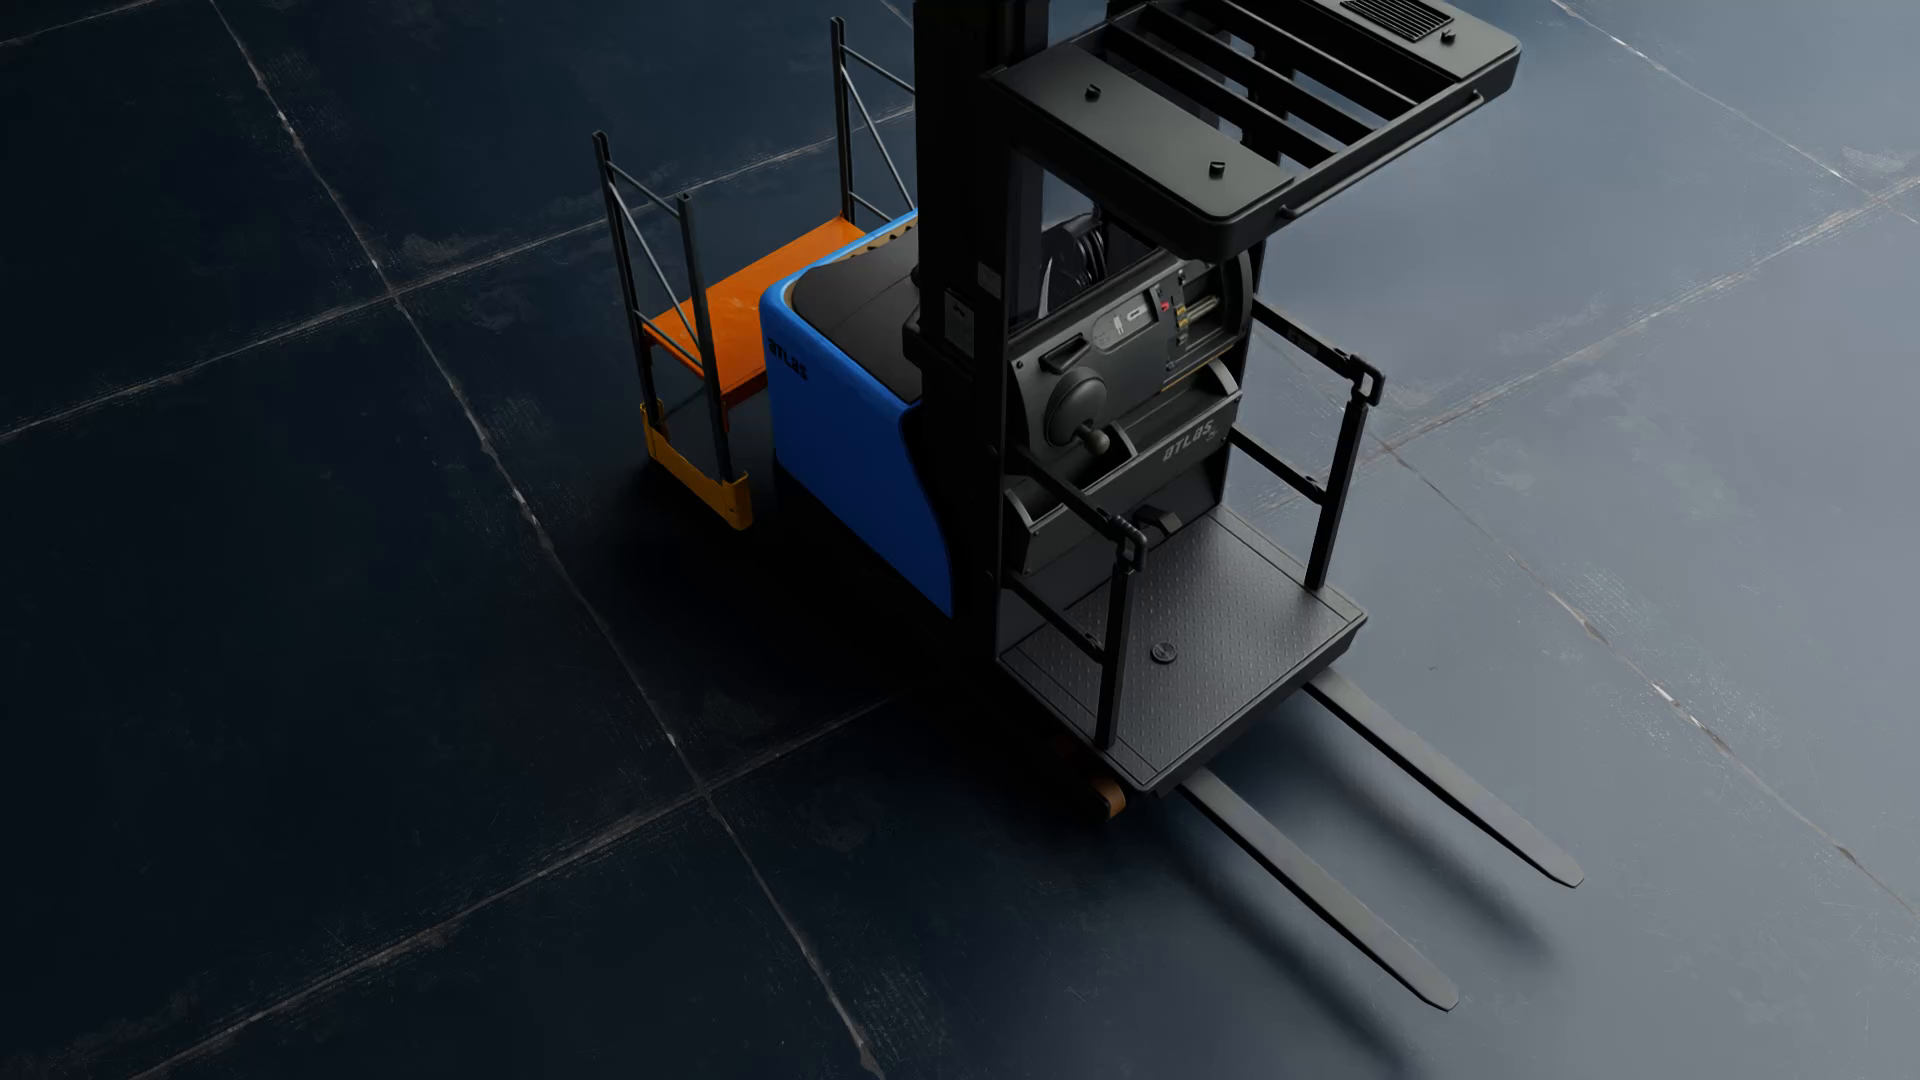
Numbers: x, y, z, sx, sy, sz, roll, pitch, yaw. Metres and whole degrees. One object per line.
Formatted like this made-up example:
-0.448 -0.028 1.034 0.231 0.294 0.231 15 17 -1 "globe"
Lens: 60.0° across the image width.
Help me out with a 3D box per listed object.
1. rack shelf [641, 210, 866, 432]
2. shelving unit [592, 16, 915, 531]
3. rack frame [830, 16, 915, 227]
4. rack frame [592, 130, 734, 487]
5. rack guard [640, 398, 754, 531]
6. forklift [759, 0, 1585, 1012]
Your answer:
-0.648 -0.839 6.234 1.000 0.185 0.538 -35 57 -27 "rack shelf"
-0.642 -0.963 6.104 1.083 1.500 0.587 -35 57 -27 "shelving unit"
-0.278 -1.219 6.331 0.032 1.500 0.500 -35 57 -27 "rack frame"
-1.019 -0.698 5.868 0.032 1.500 0.500 -35 57 -27 "rack frame"
-1.004 -0.293 6.343 0.087 0.250 0.587 -35 57 -27 "rack guard"
0.653 -0.495 4.728 1.130 2.935 3.031 -33 56 -26 "forklift"
